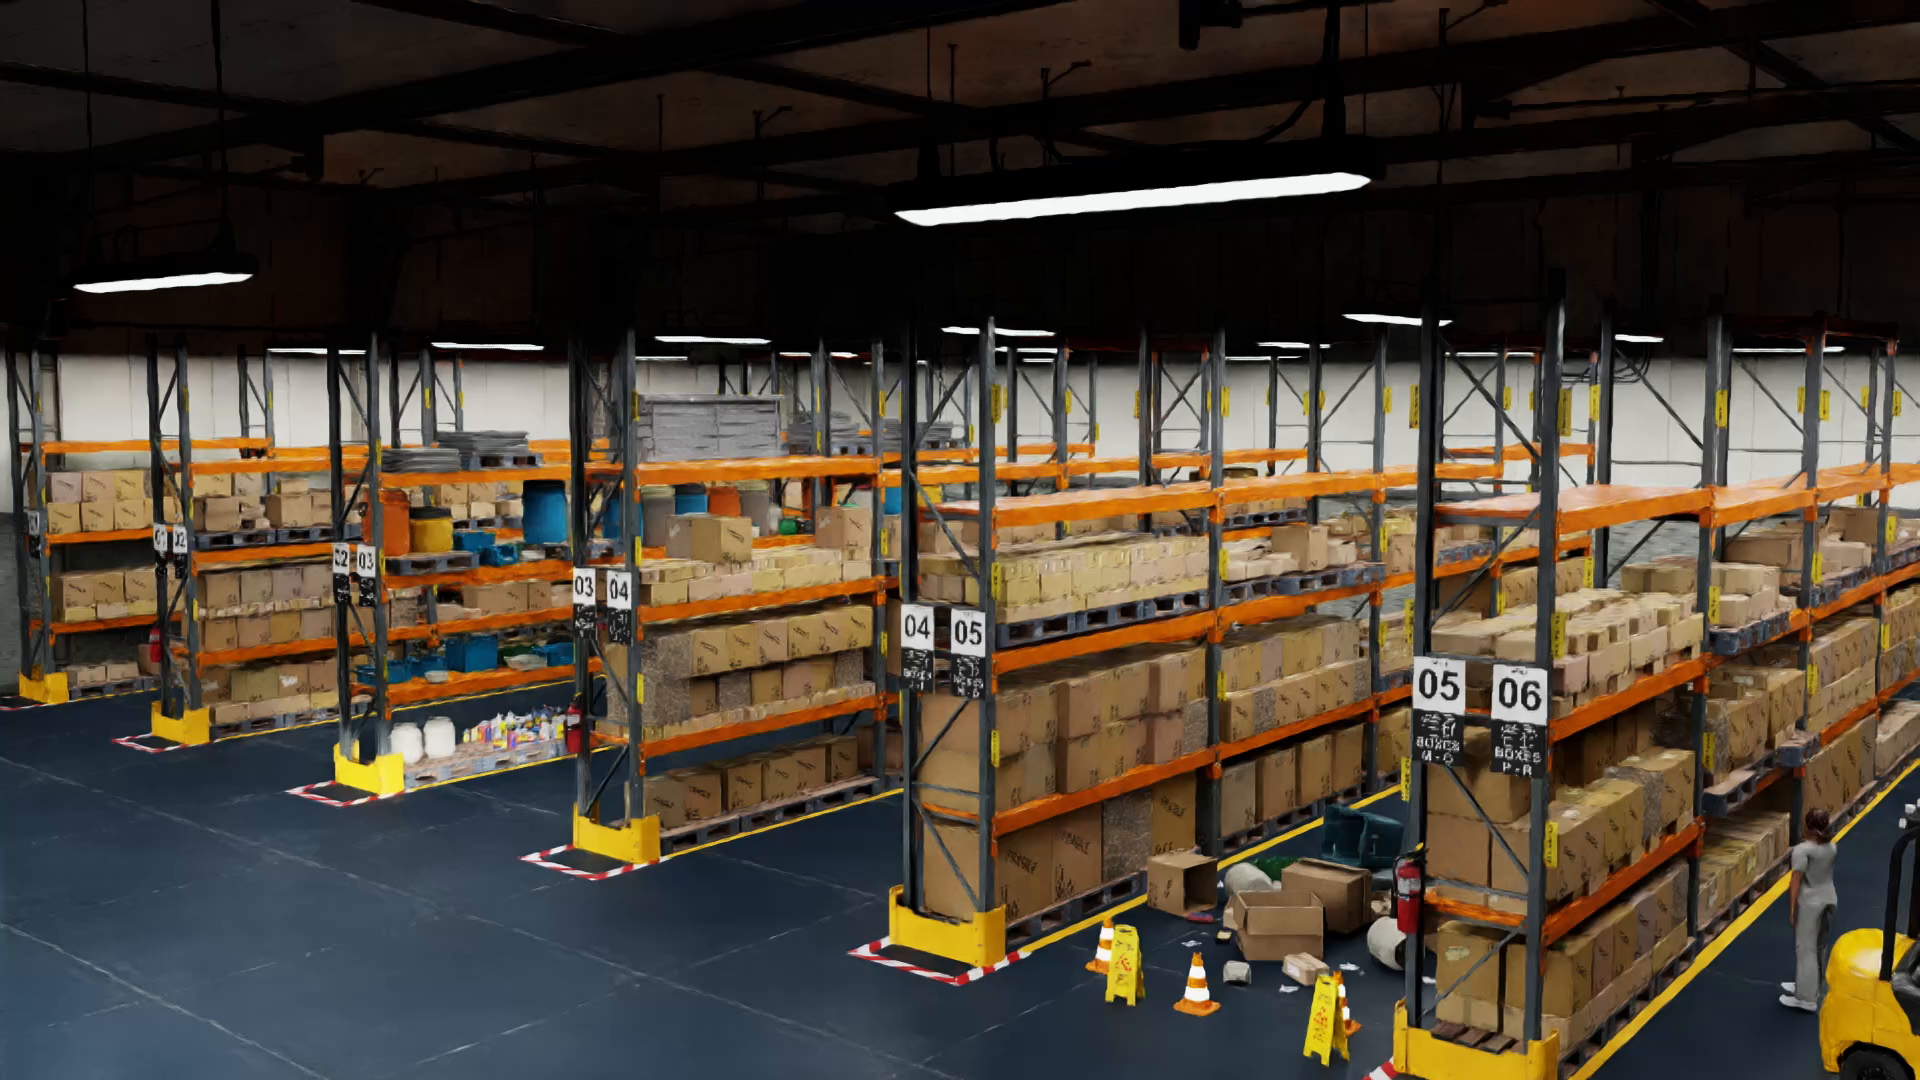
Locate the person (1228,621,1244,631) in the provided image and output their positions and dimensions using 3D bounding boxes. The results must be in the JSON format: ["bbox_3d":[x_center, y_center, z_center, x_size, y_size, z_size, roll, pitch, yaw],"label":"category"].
[{"bbox_3d":[4.310,2.037,25.835,0.639,1.632,0.498,4,6,37],"label":"person"}]

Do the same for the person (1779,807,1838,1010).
[{"bbox_3d":[7.121,3.062,13.985,0.487,1.675,0.477,-2,5,-20],"label":"person"}]
